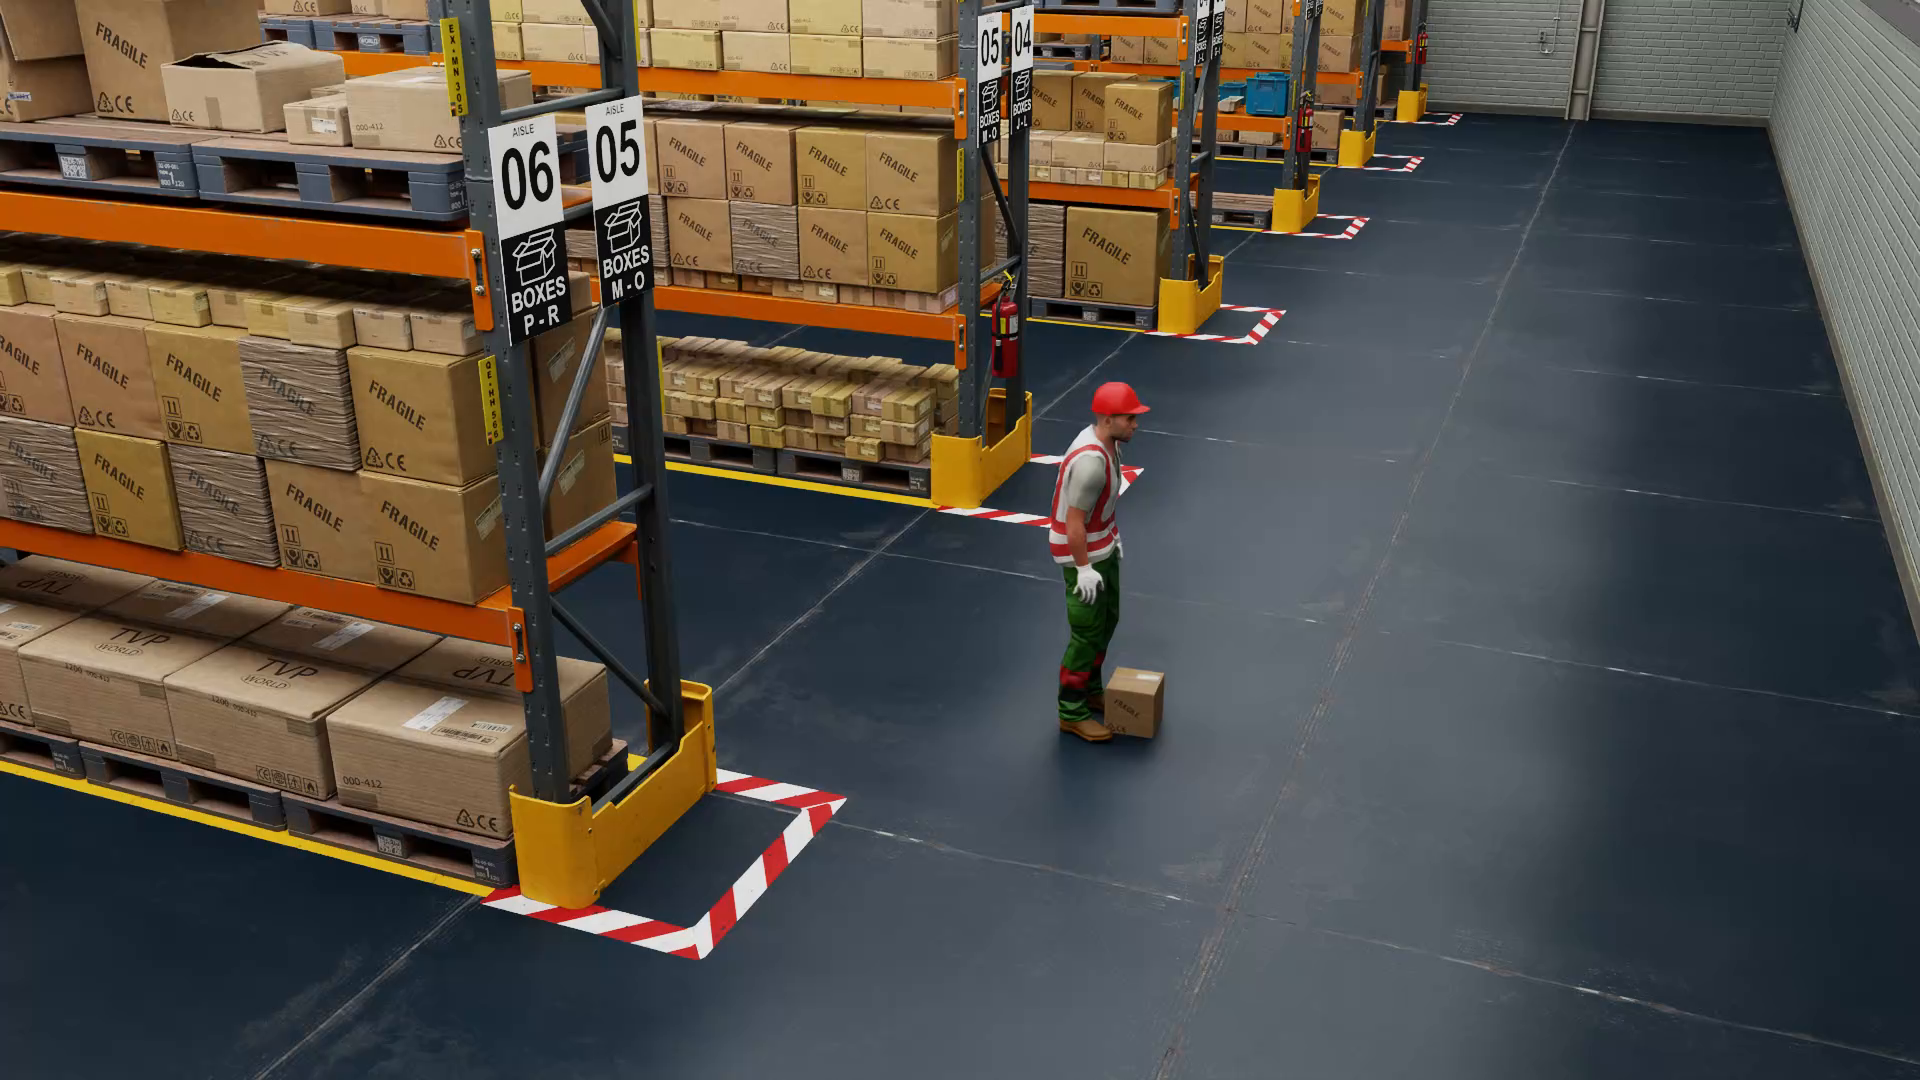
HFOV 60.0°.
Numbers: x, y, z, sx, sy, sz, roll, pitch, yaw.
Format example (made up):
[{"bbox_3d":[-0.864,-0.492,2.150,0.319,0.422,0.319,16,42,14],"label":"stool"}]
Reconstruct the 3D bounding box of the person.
[{"bbox_3d":[0.675,0.086,8.203,0.448,1.779,0.610,9,24,21],"label":"person"}]
